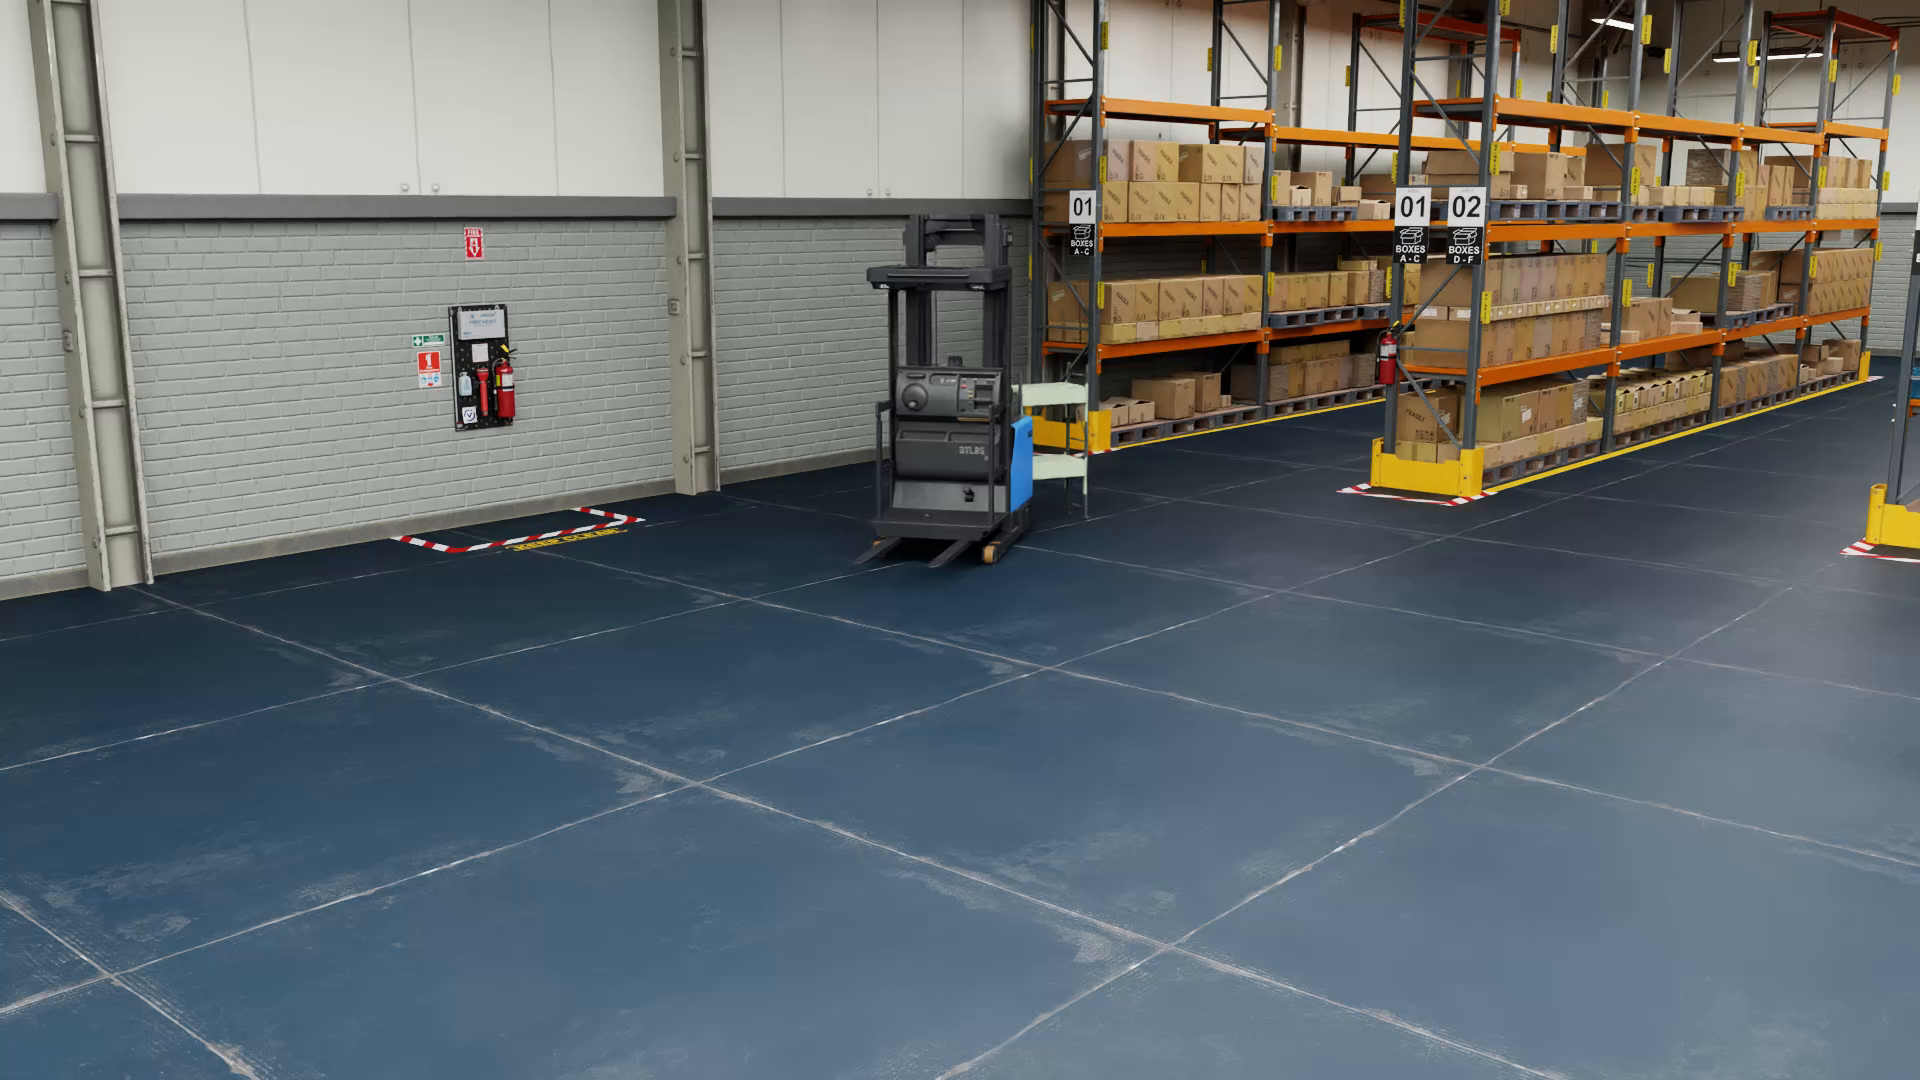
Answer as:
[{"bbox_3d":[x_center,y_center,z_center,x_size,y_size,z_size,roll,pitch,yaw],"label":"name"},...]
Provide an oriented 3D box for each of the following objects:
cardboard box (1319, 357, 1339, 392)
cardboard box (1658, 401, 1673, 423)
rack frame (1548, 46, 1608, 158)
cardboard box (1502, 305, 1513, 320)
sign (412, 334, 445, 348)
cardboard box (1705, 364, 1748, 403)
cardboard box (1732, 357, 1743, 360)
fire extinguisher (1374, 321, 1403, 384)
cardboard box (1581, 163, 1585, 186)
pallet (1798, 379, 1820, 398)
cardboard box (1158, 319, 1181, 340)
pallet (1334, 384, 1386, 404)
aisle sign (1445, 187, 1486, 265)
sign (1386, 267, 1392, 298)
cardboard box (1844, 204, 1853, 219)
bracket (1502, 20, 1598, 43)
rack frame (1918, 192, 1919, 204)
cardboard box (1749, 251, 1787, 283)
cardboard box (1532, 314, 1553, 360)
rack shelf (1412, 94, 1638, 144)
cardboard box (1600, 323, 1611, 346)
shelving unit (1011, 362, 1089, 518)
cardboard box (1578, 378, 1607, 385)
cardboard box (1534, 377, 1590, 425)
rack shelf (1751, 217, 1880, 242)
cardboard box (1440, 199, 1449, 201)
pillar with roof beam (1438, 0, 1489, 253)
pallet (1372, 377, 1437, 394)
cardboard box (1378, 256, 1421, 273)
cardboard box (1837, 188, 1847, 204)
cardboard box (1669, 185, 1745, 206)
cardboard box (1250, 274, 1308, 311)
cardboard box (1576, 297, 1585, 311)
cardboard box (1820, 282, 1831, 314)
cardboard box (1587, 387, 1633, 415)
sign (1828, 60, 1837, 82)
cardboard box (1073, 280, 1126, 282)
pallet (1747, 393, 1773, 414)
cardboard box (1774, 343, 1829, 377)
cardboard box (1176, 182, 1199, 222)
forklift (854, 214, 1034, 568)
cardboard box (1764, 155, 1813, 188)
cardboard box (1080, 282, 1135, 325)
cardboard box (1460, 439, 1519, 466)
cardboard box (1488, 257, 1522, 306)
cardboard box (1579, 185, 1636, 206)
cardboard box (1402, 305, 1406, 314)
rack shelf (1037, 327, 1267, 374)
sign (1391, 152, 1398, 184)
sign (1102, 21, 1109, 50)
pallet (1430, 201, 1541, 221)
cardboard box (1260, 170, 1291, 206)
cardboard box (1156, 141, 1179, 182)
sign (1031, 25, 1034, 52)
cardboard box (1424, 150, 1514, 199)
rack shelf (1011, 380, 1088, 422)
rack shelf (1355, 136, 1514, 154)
[{"bbox_3d":[5.435,-2.580,25.766,0.700,0.500,0.500,10,15,40],"label":"cardboard box"},{"bbox_3d":[9.155,-1.723,22.165,0.500,0.250,0.500,10,15,41],"label":"cardboard box"},{"bbox_3d":[11.886,-7.959,32.123,1.000,3.000,0.127,10,15,40],"label":"rack frame"},{"bbox_3d":[5.807,-2.496,18.176,0.380,0.149,0.250,10,15,41],"label":"cardboard box"},{"bbox_3d":[-4.917,-1.845,15.386,0.001,0.109,0.331,10,15,40],"label":"sign"},{"bbox_3d":[11.185,-2.298,24.355,0.500,0.500,0.500,9,14,38],"label":"cardboard box"},{"bbox_3d":[11.787,-2.586,25.800,0.500,0.500,0.500,10,15,41],"label":"cardboard box"},{"bbox_3d":[4.621,-2.028,17.942,0.296,0.674,0.183,10,15,40],"label":"fire extinguisher"},{"bbox_3d":[11.608,-6.894,31.591,0.500,0.500,0.500,10,15,40],"label":"cardboard box"},{"bbox_3d":[13.423,-2.522,27.338,1.003,0.211,1.213,10,15,40],"label":"pallet"},{"bbox_3d":[2.558,-2.782,21.854,0.500,0.250,0.500,9,15,39],"label":"cardboard box"},{"bbox_3d":[6.088,-2.358,26.516,1.003,0.211,1.213,10,15,40],"label":"pallet"},{"bbox_3d":[5.235,-3.249,17.219,0.394,0.787,0.004,10,15,40],"label":"aisle sign"},{"bbox_3d":[4.649,-2.779,17.945,0.100,0.325,0.005,10,15,40],"label":"sign"},{"bbox_3d":[14.468,-5.446,27.582,0.500,0.250,0.500,10,15,40],"label":"cardboard box"},{"bbox_3d":[11.299,-9.745,31.873,0.076,0.066,4.783,10,15,40],"label":"bracket"},{"bbox_3d":[8.766,-4.324,13.924,1.000,3.000,0.127,10,15,40],"label":"rack frame"},{"bbox_3d":[13.108,-4.436,26.992,0.500,0.500,0.500,10,15,41],"label":"cardboard box"},{"bbox_3d":[6.385,-2.367,19.188,0.700,0.500,0.500,10,15,42],"label":"cardboard box"},{"bbox_3d":[6.368,-4.710,18.716,1.077,0.370,4.000,10,15,40],"label":"rack shelf"},{"bbox_3d":[7.980,-2.616,21.073,0.500,0.250,0.500,11,16,44],"label":"cardboard box"},{"bbox_3d":[0.821,-0.952,16.189,0.755,1.500,0.431,-5,13,-25],"label":"shelving unit"},{"bbox_3d":[8.410,-1.991,22.077,0.500,0.311,0.500,10,15,40],"label":"cardboard box"},{"bbox_3d":[7.207,-1.668,19.978,0.500,0.500,0.500,10,15,40],"label":"cardboard box"},{"bbox_3d":[14.289,-5.201,27.810,1.077,0.370,4.000,10,15,40],"label":"rack shelf"},{"bbox_3d":[7.884,-5.893,28.061,0.700,0.500,0.500,10,15,40],"label":"cardboard box"},{"bbox_3d":[12.292,-7.029,27.465,9.100,9.000,0.548,10,15,40],"label":"pillar with roof beam"},{"bbox_3d":[7.182,-2.579,27.622,1.003,0.211,1.213,10,15,40],"label":"pallet"},{"bbox_3d":[7.118,-4.450,26.892,0.500,0.250,0.500,10,15,42],"label":"cardboard box"},{"bbox_3d":[14.144,-5.616,27.159,0.500,0.250,0.500,10,15,40],"label":"cardboard box"},{"bbox_3d":[10.591,-4.789,23.653,0.910,0.500,0.500,10,15,40],"label":"cardboard box"},{"bbox_3d":[4.701,-3.668,24.578,0.500,0.500,0.700,-10,15,-42],"label":"cardboard box"},{"bbox_3d":[7.161,-2.797,19.685,0.380,0.149,0.250,10,15,40],"label":"cardboard box"},{"bbox_3d":[13.846,-3.953,27.128,0.500,0.500,0.500,10,15,41],"label":"cardboard box"},{"bbox_3d":[8.148,-1.773,20.983,0.500,0.311,0.500,10,15,41],"label":"cardboard box"},{"bbox_3d":[13.390,-7.195,25.510,0.100,0.325,0.005,10,15,40],"label":"sign"},{"bbox_3d":[1.815,-3.137,21.713,0.500,0.500,0.500,10,15,41],"label":"cardboard box"},{"bbox_3d":[11.655,-2.116,25.307,1.003,0.211,1.213,10,15,40],"label":"pallet"},{"bbox_3d":[14.205,-3.057,28.149,0.797,0.503,0.637,10,15,40],"label":"cardboard box"},{"bbox_3d":[2.792,-4.443,21.869,0.500,0.500,0.500,11,16,44],"label":"cardboard box"},{"bbox_3d":[-0.152,-1.310,14.324,1.130,2.935,3.031,3,12,14],"label":"forklift"},{"bbox_3d":[13.261,-5.875,26.541,0.700,0.500,0.500,10,15,40],"label":"cardboard box"},{"bbox_3d":[1.865,-2.998,21.021,0.500,0.500,0.500,10,15,40],"label":"cardboard box"},{"bbox_3d":[5.896,-1.005,18.570,0.500,0.250,0.500,10,15,40],"label":"cardboard box"},{"bbox_3d":[5.744,-2.861,18.349,0.700,0.500,0.500,9,15,39],"label":"cardboard box"},{"bbox_3d":[8.102,-4.304,20.794,0.500,0.250,0.500,-10,15,-42],"label":"cardboard box"},{"bbox_3d":[6.996,-3.745,26.933,0.380,0.149,0.250,9,15,40],"label":"cardboard box"},{"bbox_3d":[2.644,-2.604,22.468,1.077,0.370,4.000,10,15,40],"label":"rack shelf"},{"bbox_3d":[4.649,-3.962,17.709,0.100,0.325,0.005,10,15,40],"label":"sign"},{"bbox_3d":[1.732,-6.032,19.886,0.100,0.325,0.005,10,15,40],"label":"sign"},{"bbox_3d":[5.534,-3.551,17.939,1.003,0.211,1.213,10,15,40],"label":"pallet"},{"bbox_3d":[4.386,-5.047,23.877,0.500,0.500,0.500,-9,15,-39],"label":"cardboard box"},{"bbox_3d":[2.460,-4.852,21.369,0.500,0.500,0.500,10,15,42],"label":"cardboard box"},{"bbox_3d":[0.921,-6.215,20.604,0.100,0.325,0.005,10,15,40],"label":"sign"},{"bbox_3d":[5.430,-3.903,17.782,0.637,0.503,0.797,-11,16,-44],"label":"cardboard box"},{"bbox_3d":[0.821,-1.335,16.113,0.720,0.370,0.431,-5,13,-25],"label":"rack shelf"},{"bbox_3d":[7.925,-6.527,27.813,1.077,0.370,4.000,10,15,40],"label":"rack shelf"}]
